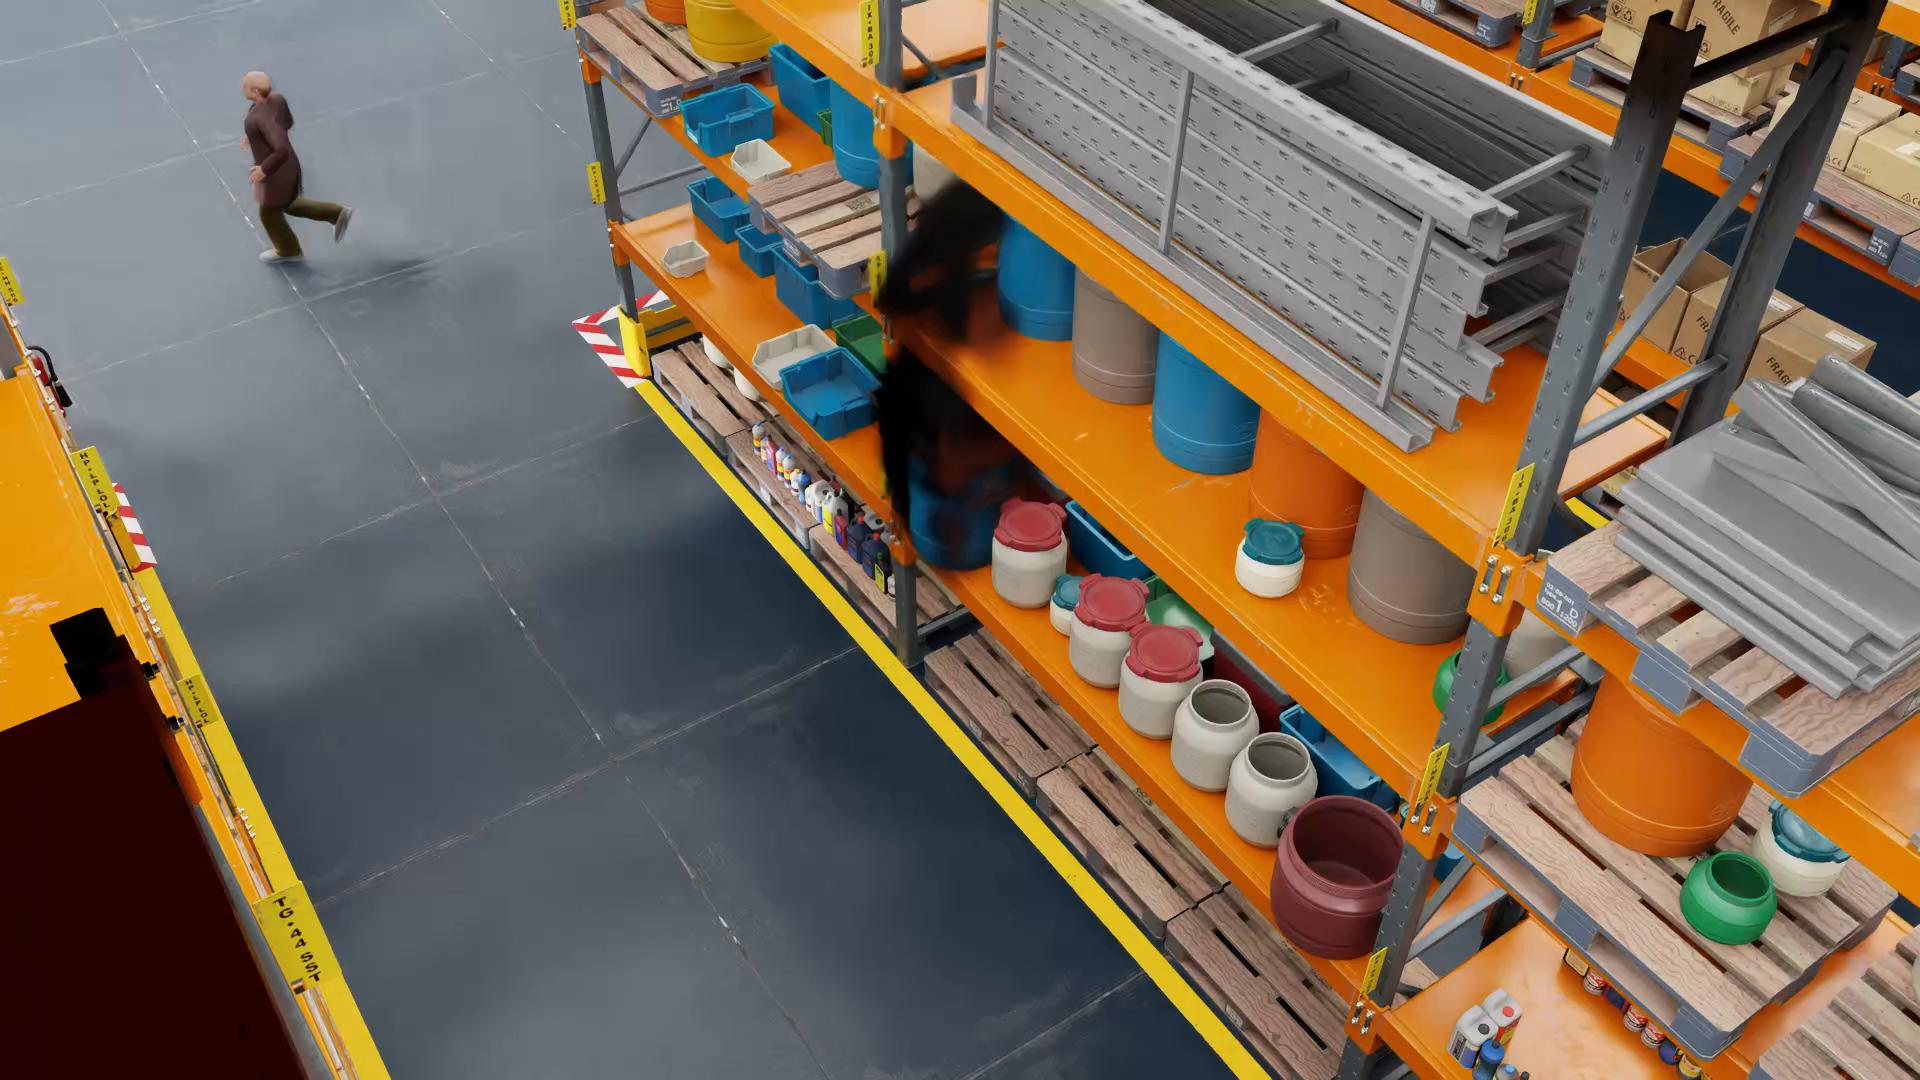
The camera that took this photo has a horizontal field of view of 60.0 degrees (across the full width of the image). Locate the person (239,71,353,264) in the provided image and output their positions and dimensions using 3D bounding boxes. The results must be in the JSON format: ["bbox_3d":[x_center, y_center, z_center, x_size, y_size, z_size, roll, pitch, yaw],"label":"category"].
[{"bbox_3d":[-5.614,-3.067,13.818,0.870,1.741,0.723,-3,43,-4],"label":"person"}]
